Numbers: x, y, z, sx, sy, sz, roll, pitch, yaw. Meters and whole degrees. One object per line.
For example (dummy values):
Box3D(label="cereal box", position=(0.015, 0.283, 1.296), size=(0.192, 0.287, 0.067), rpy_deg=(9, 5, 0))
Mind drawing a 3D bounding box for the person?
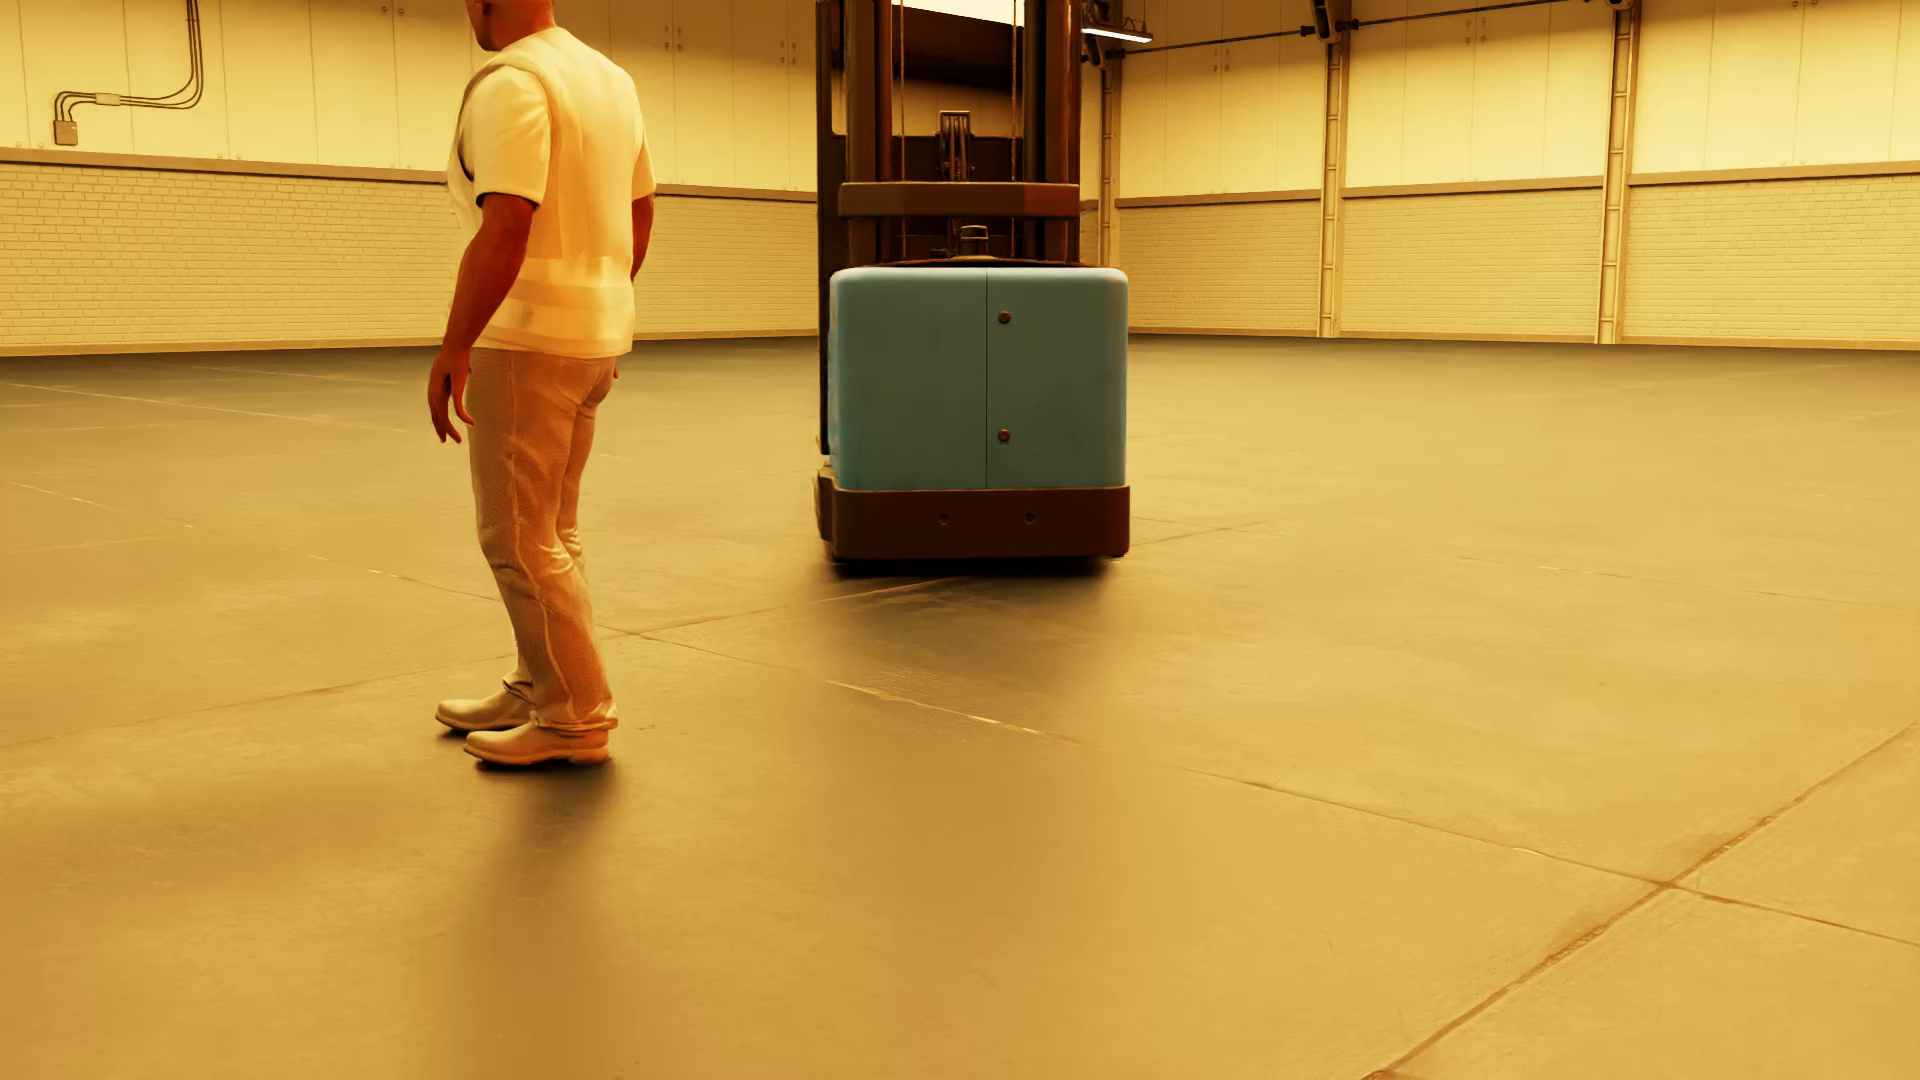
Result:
Box3D(label="person", position=(-0.956, -0.407, 3.515), size=(0.545, 1.760, 0.753), rpy_deg=(1, 9, 6))

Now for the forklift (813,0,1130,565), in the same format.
Box3D(label="forklift", position=(-0.076, -1.540, 7.100), size=(1.130, 2.935, 3.031), rpy_deg=(-1, 9, -6))
